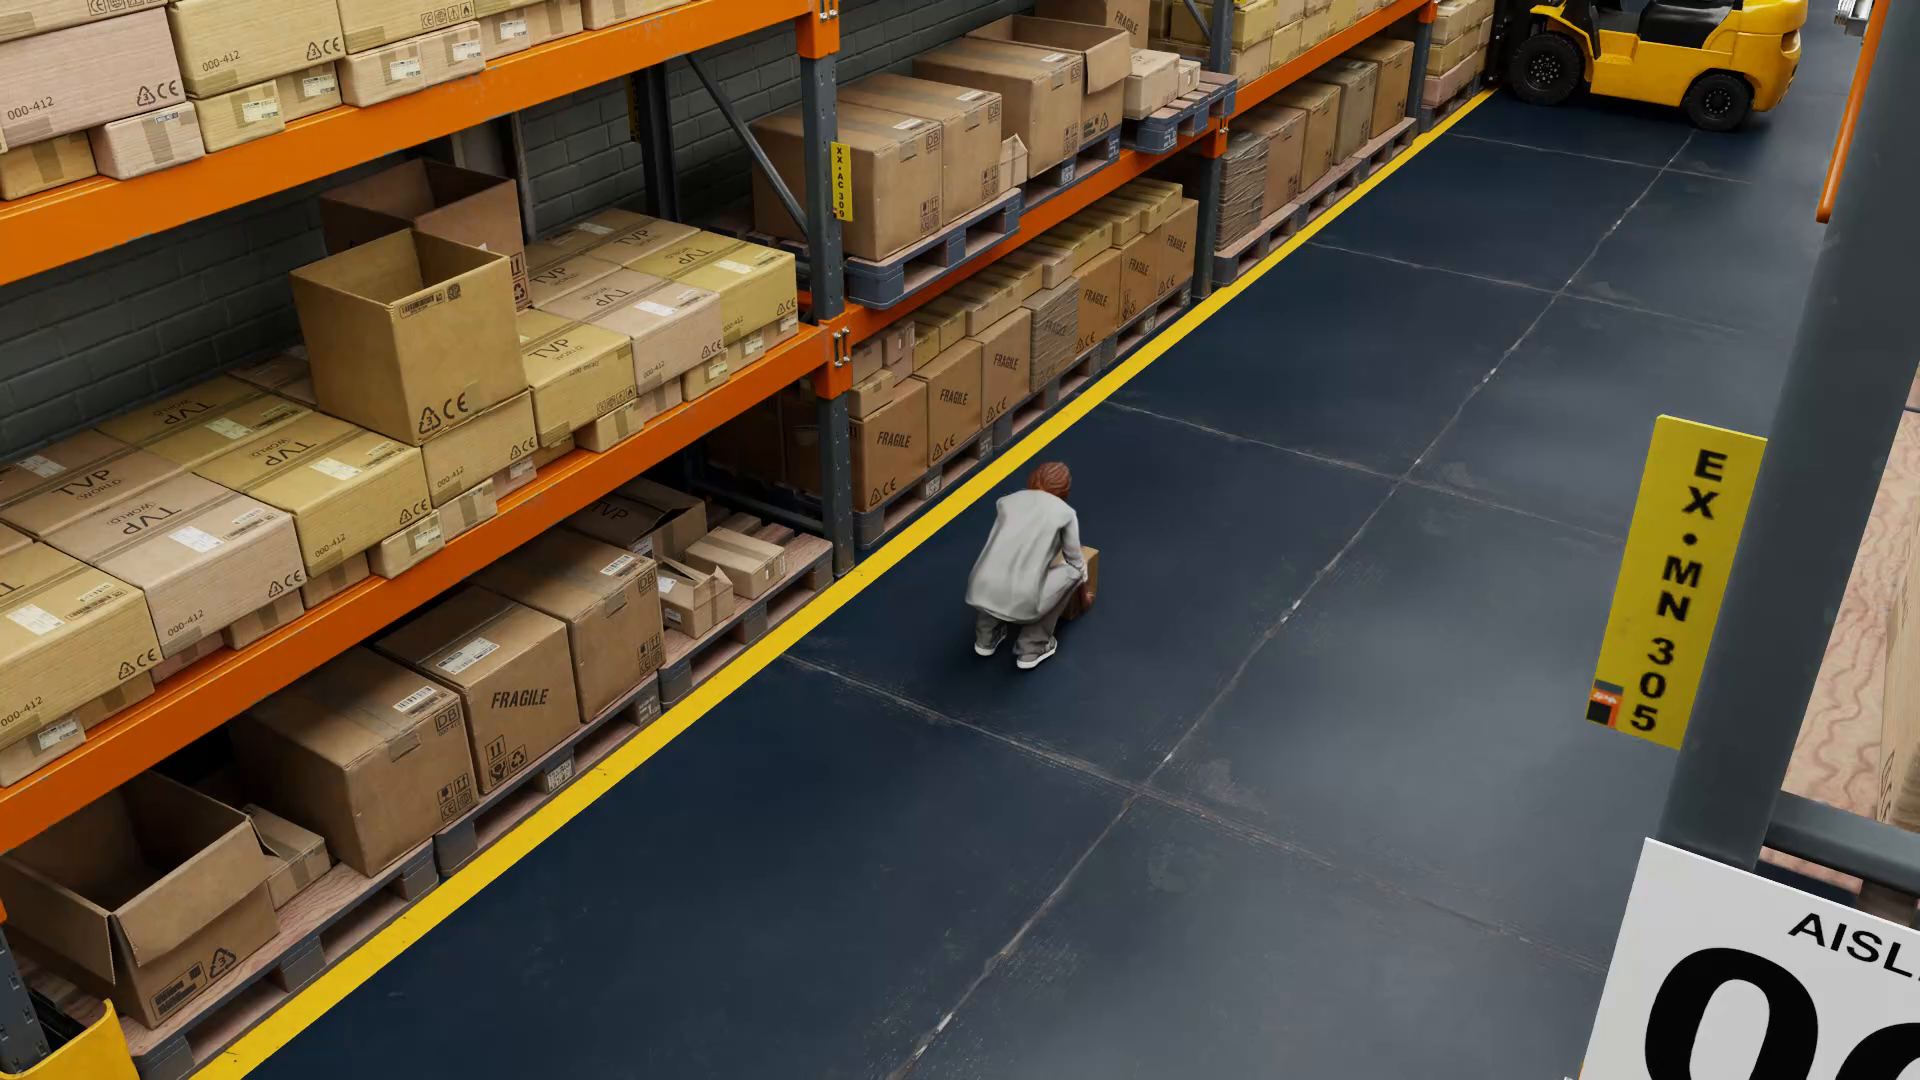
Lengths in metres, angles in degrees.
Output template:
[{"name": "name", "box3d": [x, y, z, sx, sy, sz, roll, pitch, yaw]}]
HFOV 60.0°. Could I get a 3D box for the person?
[{"name": "person", "box3d": [0.301, 0.142, 7.311, 0.435, 0.759, 0.822, 16, 34, 25]}]
